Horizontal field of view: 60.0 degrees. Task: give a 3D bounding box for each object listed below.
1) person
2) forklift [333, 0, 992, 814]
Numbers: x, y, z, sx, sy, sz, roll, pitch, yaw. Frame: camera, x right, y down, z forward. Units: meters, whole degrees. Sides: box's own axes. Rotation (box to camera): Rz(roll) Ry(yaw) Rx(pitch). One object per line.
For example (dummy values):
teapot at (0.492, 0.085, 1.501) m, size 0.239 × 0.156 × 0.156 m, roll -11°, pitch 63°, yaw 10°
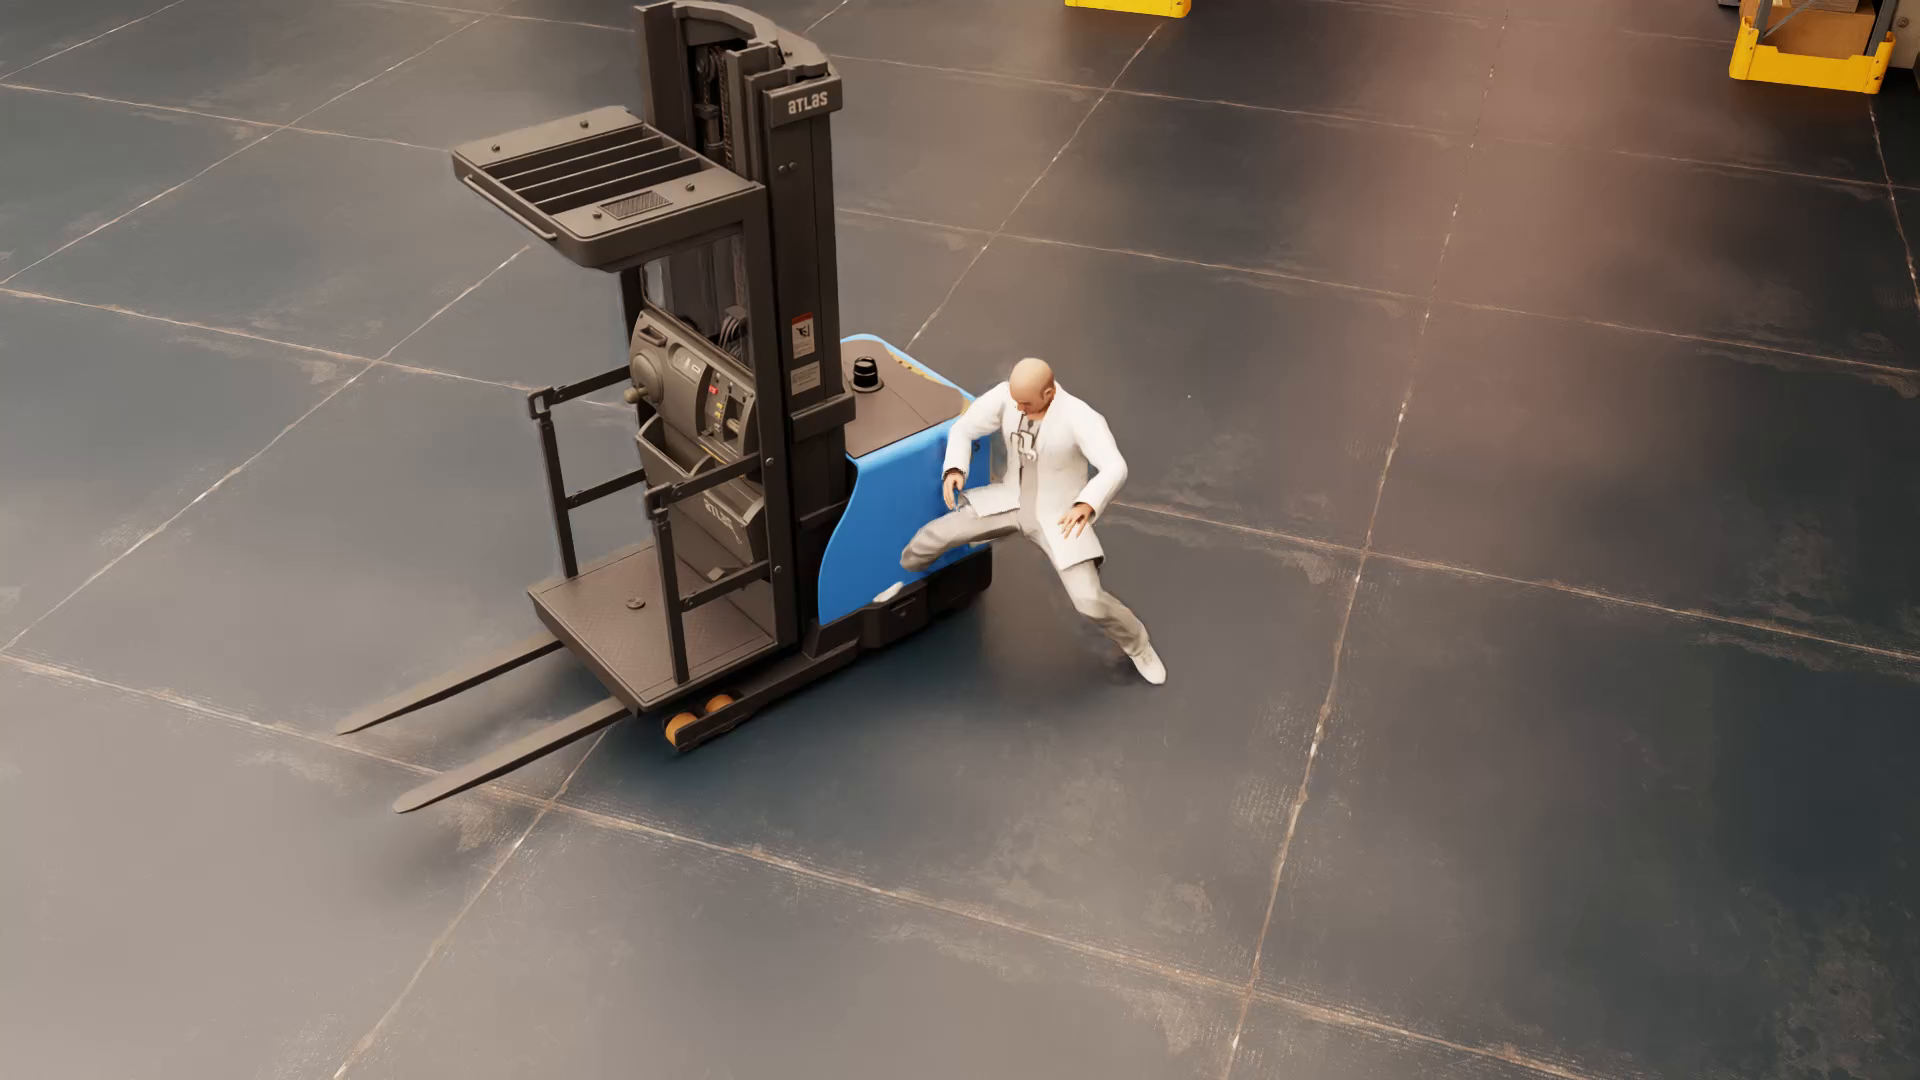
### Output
person at (0.282, -0.064, 7.429) m, size 1.288 × 1.571 × 0.781 m, roll 23°, pitch 41°, yaw 29°
forklift at (-1.305, -0.613, 6.975) m, size 3.031 × 2.935 × 1.130 m, roll -25°, pitch 42°, yaw -31°
